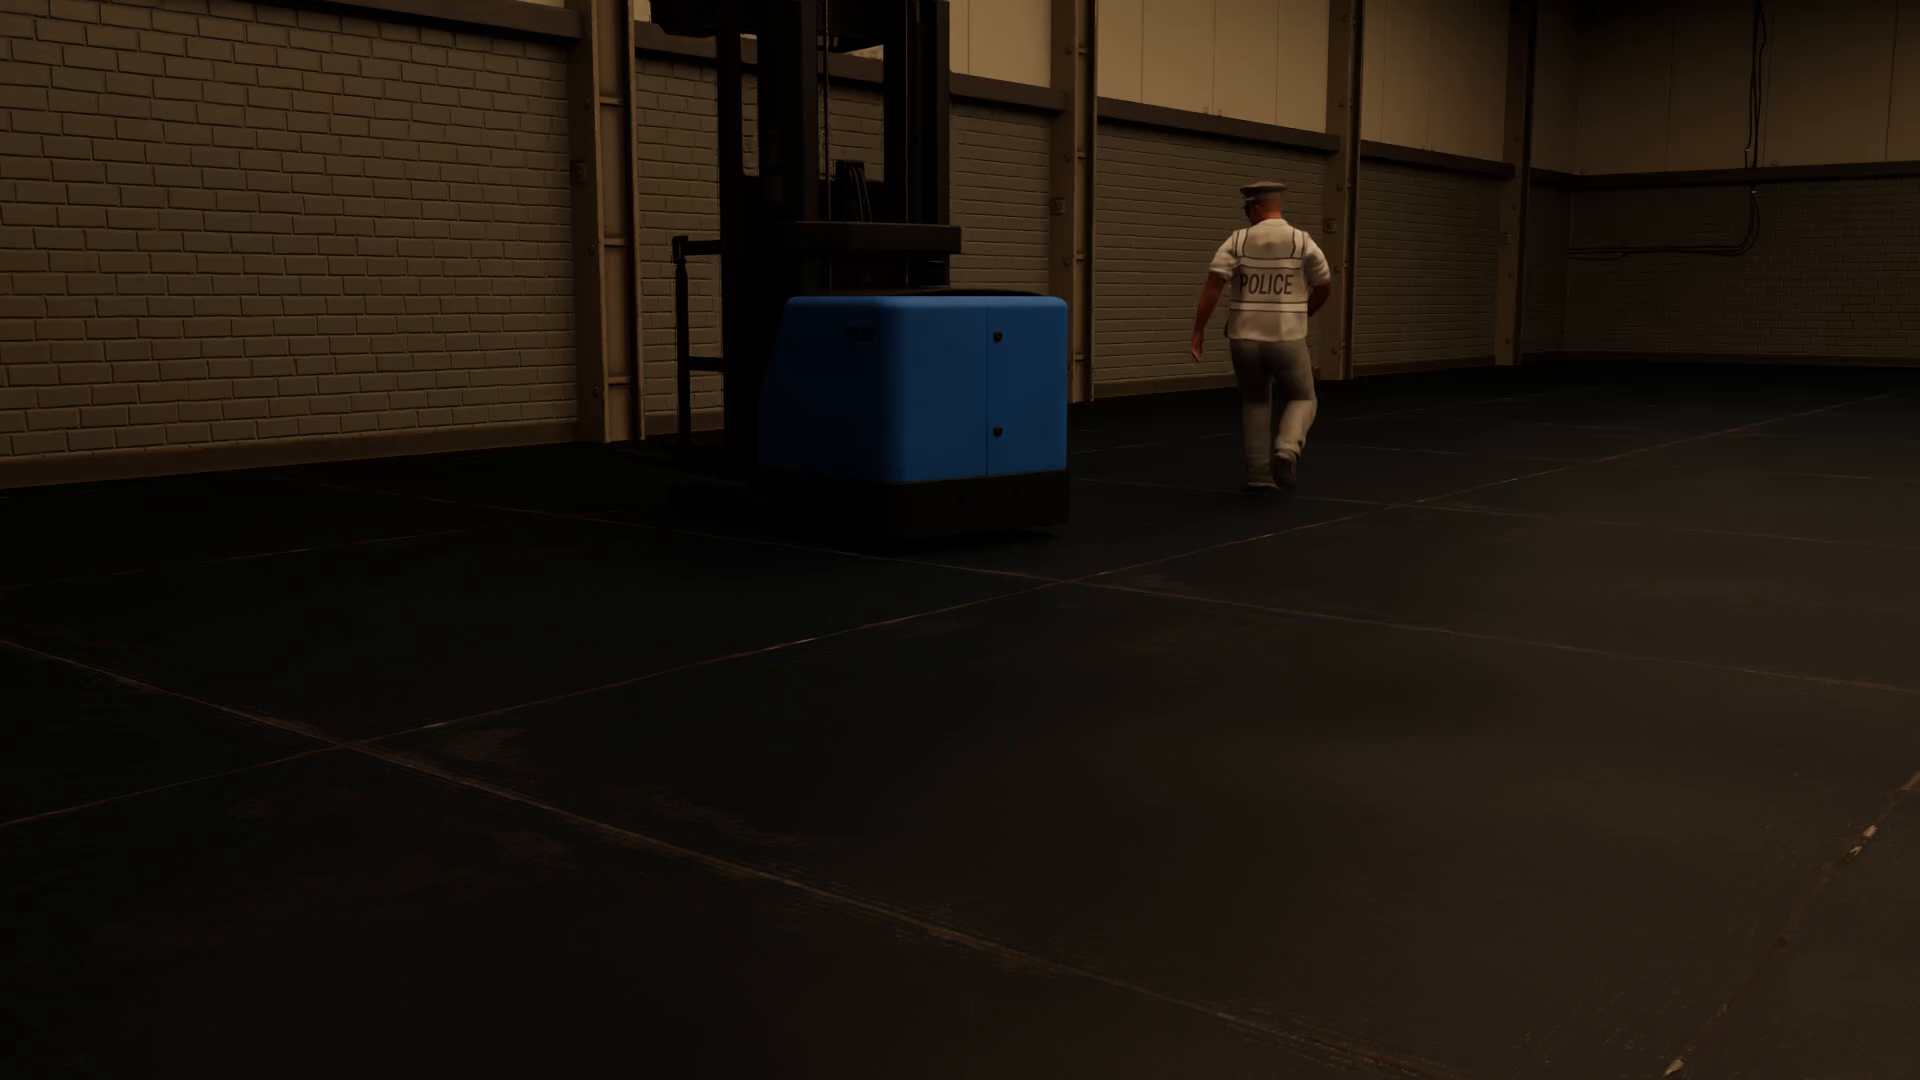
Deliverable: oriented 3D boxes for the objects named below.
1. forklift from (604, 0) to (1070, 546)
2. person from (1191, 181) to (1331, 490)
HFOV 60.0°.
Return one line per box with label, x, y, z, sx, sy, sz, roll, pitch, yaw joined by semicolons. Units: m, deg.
forklift;-0.804;-1.591;8.152;1.130;2.935;3.031;-6;10;-37
person;1.683;-1.120;9.228;0.728;1.700;0.584;4;9;25
